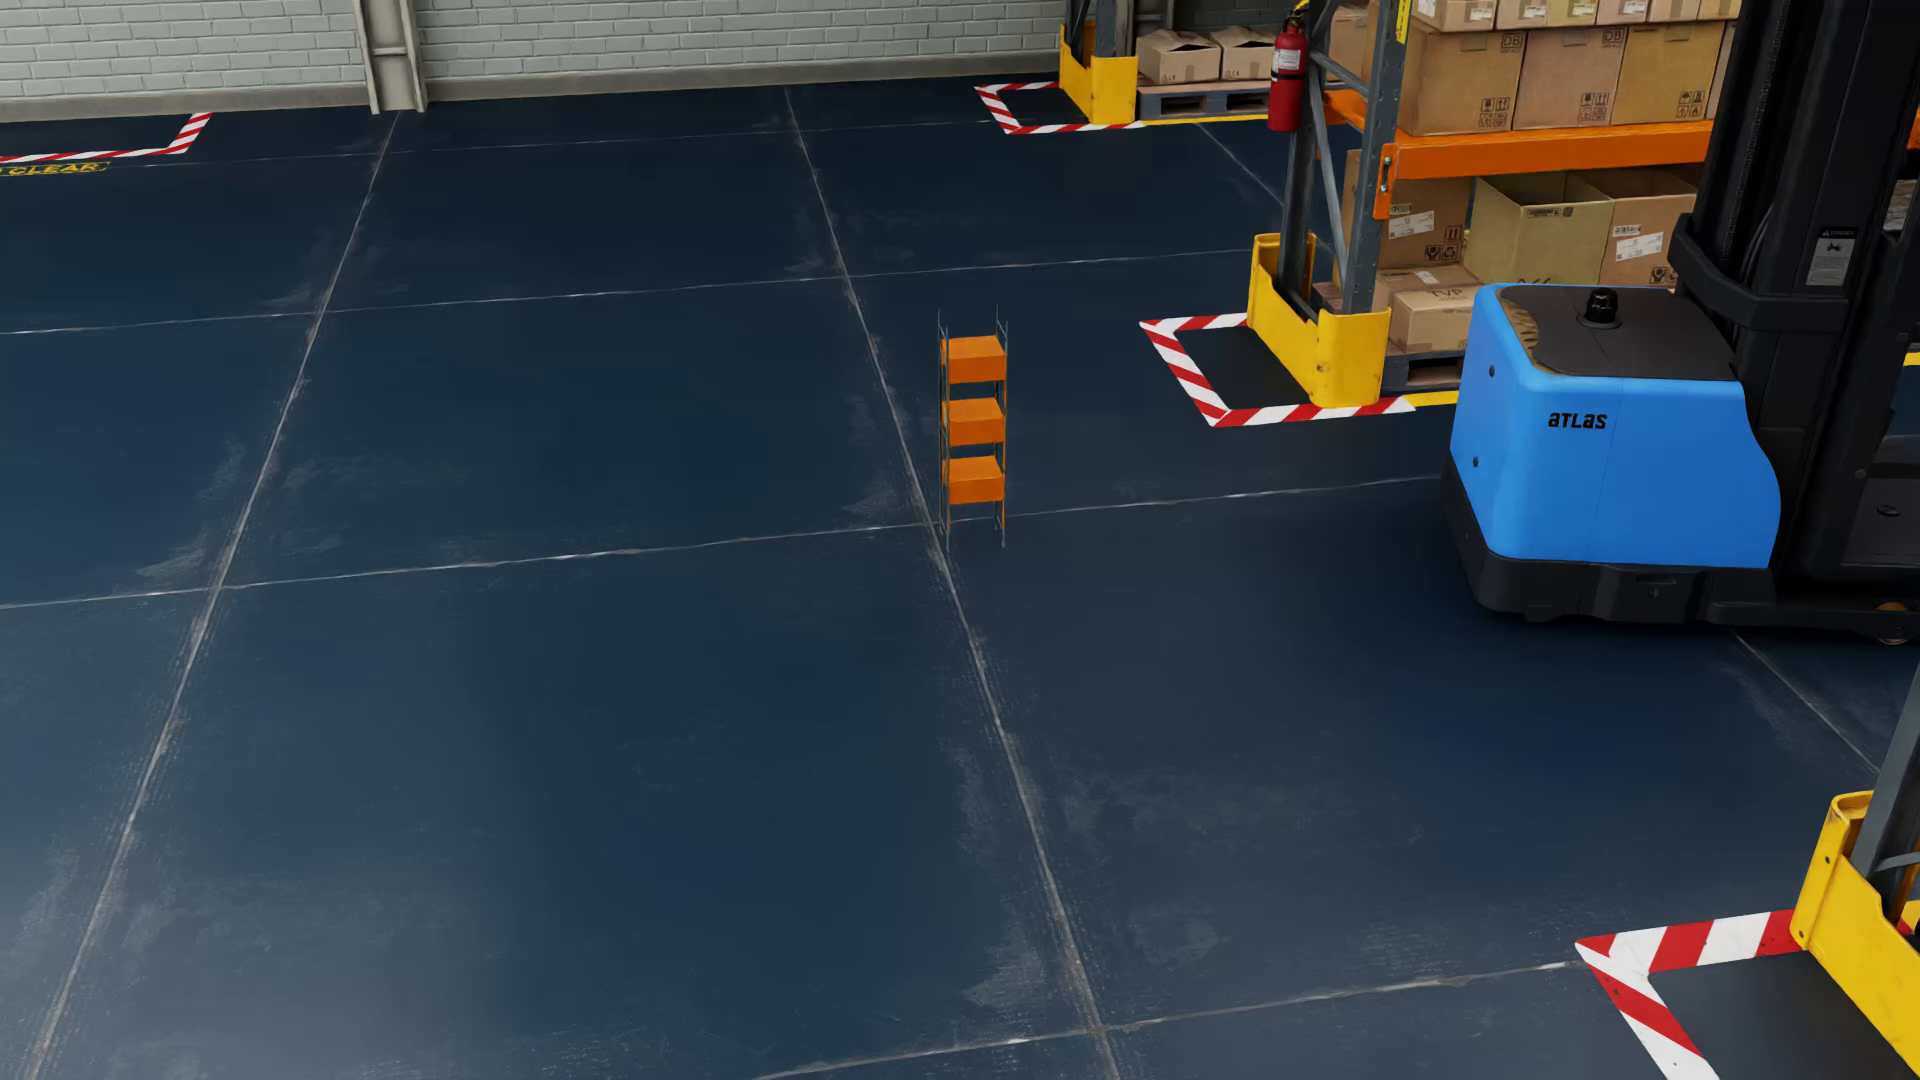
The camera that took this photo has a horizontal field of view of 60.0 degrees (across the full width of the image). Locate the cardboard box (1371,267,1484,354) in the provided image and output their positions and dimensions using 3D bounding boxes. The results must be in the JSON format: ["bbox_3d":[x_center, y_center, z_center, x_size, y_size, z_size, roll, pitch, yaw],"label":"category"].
[{"bbox_3d":[2.458,-1.193,8.618,0.500,0.250,0.500,-5,31,-9],"label":"cardboard box"}]

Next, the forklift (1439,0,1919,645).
[{"bbox_3d":[3.620,-1.125,6.271,3.031,2.935,1.130,2,31,4],"label":"forklift"}]

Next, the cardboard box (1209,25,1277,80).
[{"bbox_3d":[2.252,-3.829,13.022,0.500,0.311,0.500,-3,31,-5],"label":"cardboard box"}]

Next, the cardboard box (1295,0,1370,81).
[{"bbox_3d":[2.983,-3.953,13.045,0.500,0.500,0.700,-7,31,-12],"label":"cardboard box"}]

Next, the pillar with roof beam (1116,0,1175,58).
[{"bbox_3d":[2.303,-5.663,8.003,0.400,9.000,9.100,-5,31,-9],"label":"pillar with roof beam"}]

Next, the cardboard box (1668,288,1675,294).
[{"bbox_3d":[3.441,-1.286,8.776,0.500,0.250,0.500,-5,31,-9],"label":"cardboard box"}]

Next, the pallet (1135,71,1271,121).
[{"bbox_3d":[1.875,-3.590,13.147,1.213,0.211,1.003,-5,31,-9],"label":"pallet"}]

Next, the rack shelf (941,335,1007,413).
[{"bbox_3d":[0.053,-0.693,6.854,0.240,0.259,0.215,-5,31,-9],"label":"rack shelf"}]

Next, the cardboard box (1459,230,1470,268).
[{"bbox_3d":[2.855,-1.503,9.144,0.500,0.250,0.500,-5,31,-9],"label":"cardboard box"}]

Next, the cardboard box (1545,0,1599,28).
[{"bbox_3d":[2.820,-2.558,7.902,0.250,0.149,0.380,-5,31,-9],"label":"cardboard box"}]

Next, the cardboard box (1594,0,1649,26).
[{"bbox_3d":[3.069,-2.580,7.939,0.250,0.149,0.380,-6,31,-10],"label":"cardboard box"}]

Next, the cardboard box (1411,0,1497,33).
[{"bbox_3d":[2.315,-2.510,7.821,0.250,0.149,0.380,-6,31,-9],"label":"cardboard box"}]

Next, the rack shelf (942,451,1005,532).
[{"bbox_3d":[0.053,-0.209,7.138,0.240,0.259,0.215,-5,31,-9],"label":"rack shelf"}]

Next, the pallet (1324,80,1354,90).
[{"bbox_3d":[3.072,-3.700,13.333,1.213,0.211,1.003,-5,31,-9],"label":"pallet"}]

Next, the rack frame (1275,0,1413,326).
[{"bbox_3d":[1.891,-2.259,8.132,0.127,3.000,1.000,-5,31,-9],"label":"rack frame"}]

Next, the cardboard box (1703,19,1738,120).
[{"bbox_3d":[3.874,-2.481,8.411,0.500,0.500,0.700,-4,31,-7],"label":"cardboard box"}]

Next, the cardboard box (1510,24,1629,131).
[{"bbox_3d":[2.868,-2.389,8.254,0.500,0.500,0.700,-5,31,-8],"label":"cardboard box"}]

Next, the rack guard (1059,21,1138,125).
[{"bbox_3d":[1.069,-3.658,12.978,0.348,0.500,1.175,-5,31,-9],"label":"rack guard"}]

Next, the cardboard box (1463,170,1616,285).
[{"bbox_3d":[2.950,-1.563,8.507,0.500,0.500,0.500,-5,31,-9],"label":"cardboard box"}]

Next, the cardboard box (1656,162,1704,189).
[{"bbox_3d":[3.934,-1.652,8.658,0.500,0.500,0.500,-5,31,-9],"label":"cardboard box"}]

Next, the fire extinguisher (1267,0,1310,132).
[{"bbox_3d":[1.691,-2.446,8.528,0.183,0.674,0.296,-5,31,-9],"label":"fire extinguisher"}]

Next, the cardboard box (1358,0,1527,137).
[{"bbox_3d":[2.352,-2.338,8.169,0.500,0.500,0.700,-5,31,-9],"label":"cardboard box"}]

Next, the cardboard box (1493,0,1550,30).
[{"bbox_3d":[2.575,-2.536,7.864,0.250,0.149,0.380,-6,31,-10],"label":"cardboard box"}]

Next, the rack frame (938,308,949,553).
[{"bbox_3d":[-0.067,-0.446,6.973,0.008,1.050,0.200,-5,31,-9],"label":"rack frame"}]

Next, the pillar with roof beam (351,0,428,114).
[{"bbox_3d":[-3.599,-5.115,7.072,0.400,9.000,9.100,-5,31,-9],"label":"pillar with roof beam"}]

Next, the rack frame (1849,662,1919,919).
[{"bbox_3d":[2.779,0.211,3.932,0.127,3.000,1.000,-5,31,-9],"label":"rack frame"}]

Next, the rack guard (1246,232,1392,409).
[{"bbox_3d":[1.867,-1.179,8.762,0.348,0.500,1.175,-5,31,-9],"label":"rack guard"}]

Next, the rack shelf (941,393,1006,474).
[{"bbox_3d":[0.053,-0.448,6.998,0.240,0.259,0.215,-5,31,-9],"label":"rack shelf"}]

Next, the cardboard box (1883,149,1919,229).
[{"bbox_3d":[4.914,-1.752,8.829,0.500,0.500,0.500,-5,31,-9],"label":"cardboard box"}]

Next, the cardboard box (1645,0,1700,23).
[{"bbox_3d":[3.331,-2.605,7.983,0.250,0.149,0.380,-6,31,-11],"label":"cardboard box"}]

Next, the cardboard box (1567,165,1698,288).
[{"bbox_3d":[3.439,-1.615,8.595,0.500,0.500,0.500,-5,31,-9],"label":"cardboard box"}]

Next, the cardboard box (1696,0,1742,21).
[{"bbox_3d":[3.582,-2.629,8.023,0.250,0.149,0.380,-6,31,-10],"label":"cardboard box"}]

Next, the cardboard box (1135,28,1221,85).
[{"bbox_3d":[1.691,-3.777,12.933,0.500,0.311,0.500,-9,32,-15],"label":"cardboard box"}]

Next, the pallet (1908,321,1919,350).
[{"bbox_3d":[5.035,-1.370,9.372,1.213,0.211,1.003,-5,31,-9],"label":"pallet"}]

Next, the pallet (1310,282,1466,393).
[{"bbox_3d":[2.635,-1.148,8.993,1.213,0.211,1.003,-5,31,-9],"label":"pallet"}]

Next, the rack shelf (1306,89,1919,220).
[{"bbox_3d":[3.858,-2.131,8.625,4.000,0.370,1.077,-5,31,-9],"label":"rack shelf"}]

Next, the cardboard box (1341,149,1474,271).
[{"bbox_3d":[2.365,-1.775,8.868,0.500,0.500,0.500,-5,31,-9],"label":"cardboard box"}]

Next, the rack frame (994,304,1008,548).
[{"bbox_3d":[0.173,-0.469,7.011,0.008,1.050,0.200,-5,31,-9],"label":"rack frame"}]

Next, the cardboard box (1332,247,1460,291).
[{"bbox_3d":[2.365,-1.451,9.057,0.500,0.250,0.500,-5,31,-9],"label":"cardboard box"}]

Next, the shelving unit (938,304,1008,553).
[{"bbox_3d":[0.053,-0.457,6.992,0.252,1.050,0.215,-5,31,-9],"label":"shelving unit"}]

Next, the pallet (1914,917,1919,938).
[{"bbox_3d":[3.645,1.311,4.812,1.213,0.211,1.003,-5,31,-9],"label":"pallet"}]

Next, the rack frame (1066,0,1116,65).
[{"bbox_3d":[0.995,-4.728,12.332,0.127,3.000,1.000,-5,31,-9],"label":"rack frame"}]

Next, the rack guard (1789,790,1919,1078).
[{"bbox_3d":[2.845,1.258,4.617,0.348,0.500,1.175,-5,31,-9],"label":"rack guard"}]

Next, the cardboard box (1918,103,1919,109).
[{"bbox_3d":[4.872,-2.572,8.566,0.500,0.500,0.700,-6,31,-9],"label":"cardboard box"}]

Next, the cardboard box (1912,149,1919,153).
[{"bbox_3d":[5.313,-2.057,9.347,0.500,0.500,0.500,-5,31,-9],"label":"cardboard box"}]

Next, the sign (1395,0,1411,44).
[{"bbox_3d":[1.985,-2.389,7.421,0.005,0.325,0.100,-5,31,-9],"label":"sign"}]

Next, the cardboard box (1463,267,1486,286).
[{"bbox_3d":[2.949,-1.240,8.698,0.500,0.250,0.500,-5,31,-9],"label":"cardboard box"}]

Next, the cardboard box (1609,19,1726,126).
[{"bbox_3d":[3.357,-2.431,8.326,0.500,0.500,0.700,-5,31,-9],"label":"cardboard box"}]
